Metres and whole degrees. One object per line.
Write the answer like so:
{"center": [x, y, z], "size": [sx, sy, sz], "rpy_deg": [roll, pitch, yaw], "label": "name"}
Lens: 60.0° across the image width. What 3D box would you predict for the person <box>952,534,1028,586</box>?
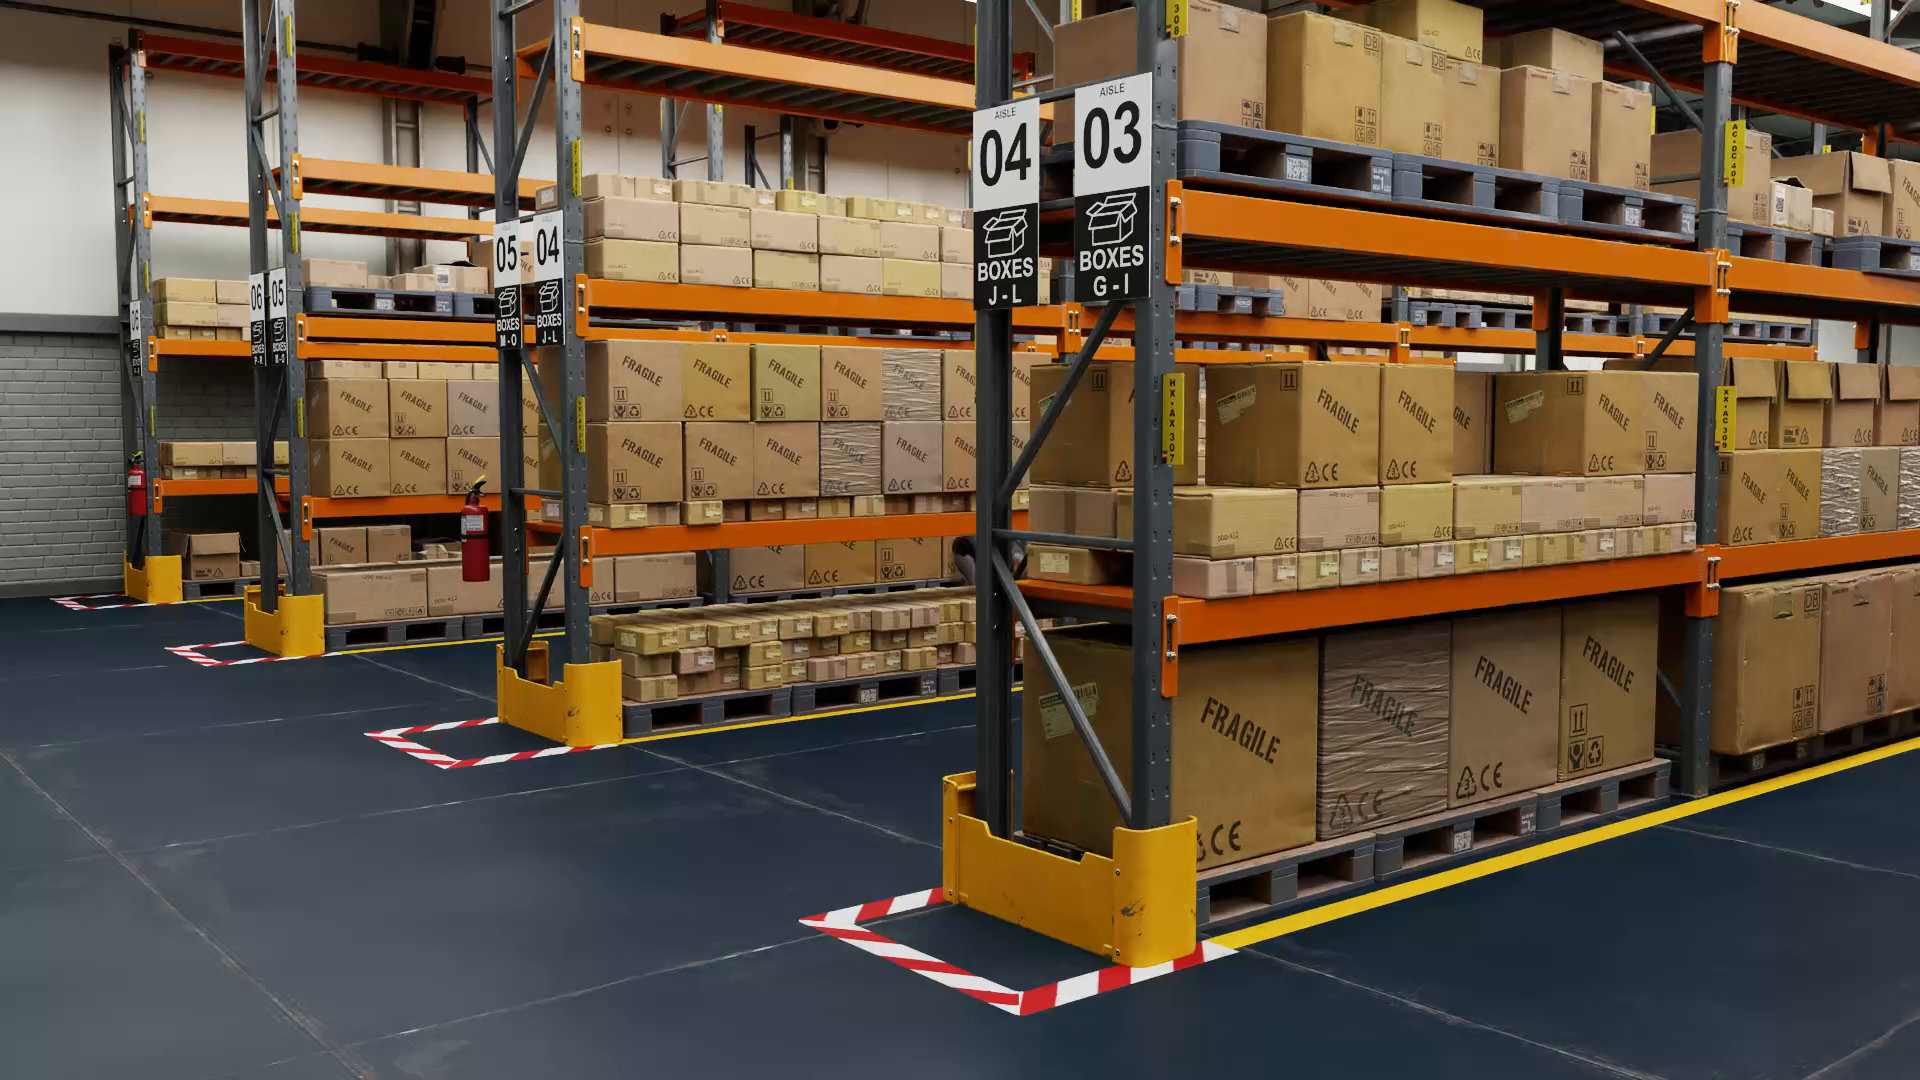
{"center": [0.347, 0.379, 15.083], "size": [0.512, 0.974, 0.944], "rpy_deg": [-4, 6, -42], "label": "person"}
